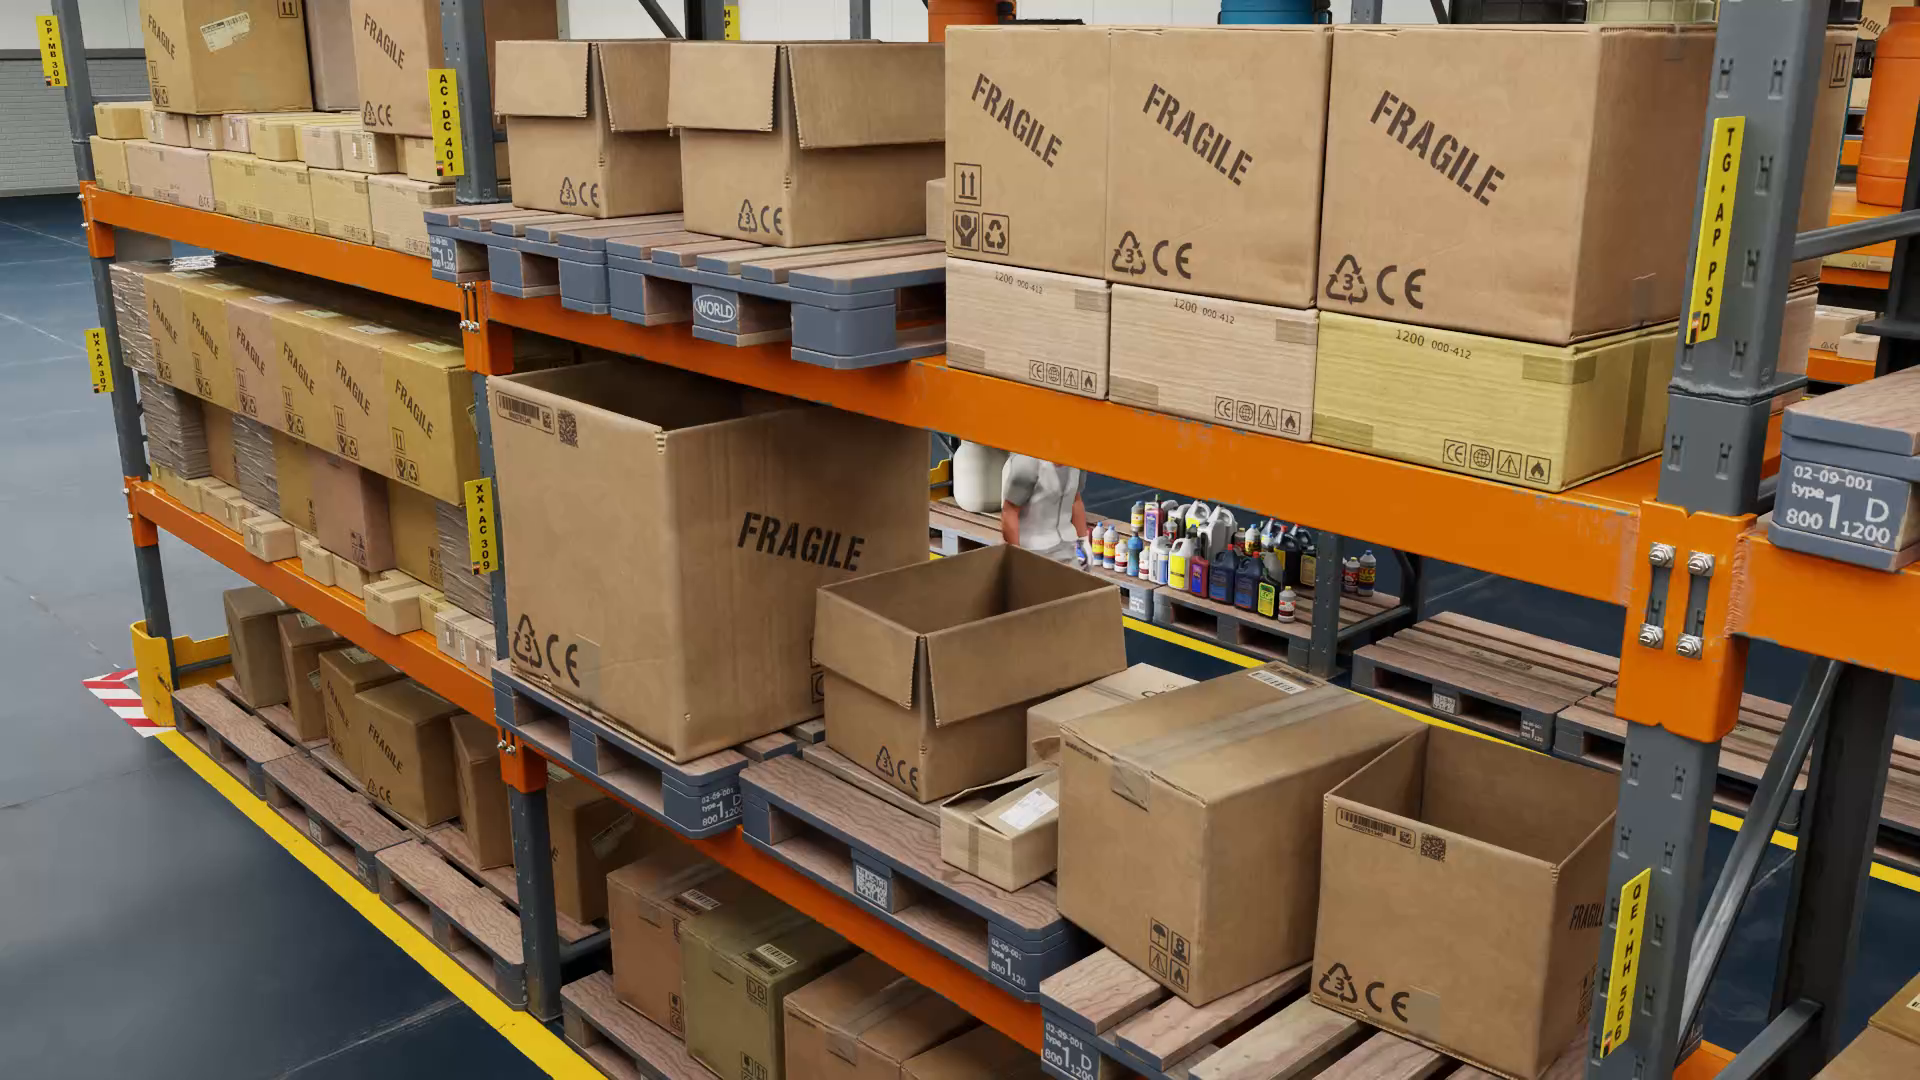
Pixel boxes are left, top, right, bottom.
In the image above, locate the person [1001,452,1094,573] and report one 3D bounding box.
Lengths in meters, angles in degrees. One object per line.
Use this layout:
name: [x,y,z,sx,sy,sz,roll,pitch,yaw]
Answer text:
person: [0.468,0.082,8.755,0.609,1.780,0.448,-15,23,-41]
